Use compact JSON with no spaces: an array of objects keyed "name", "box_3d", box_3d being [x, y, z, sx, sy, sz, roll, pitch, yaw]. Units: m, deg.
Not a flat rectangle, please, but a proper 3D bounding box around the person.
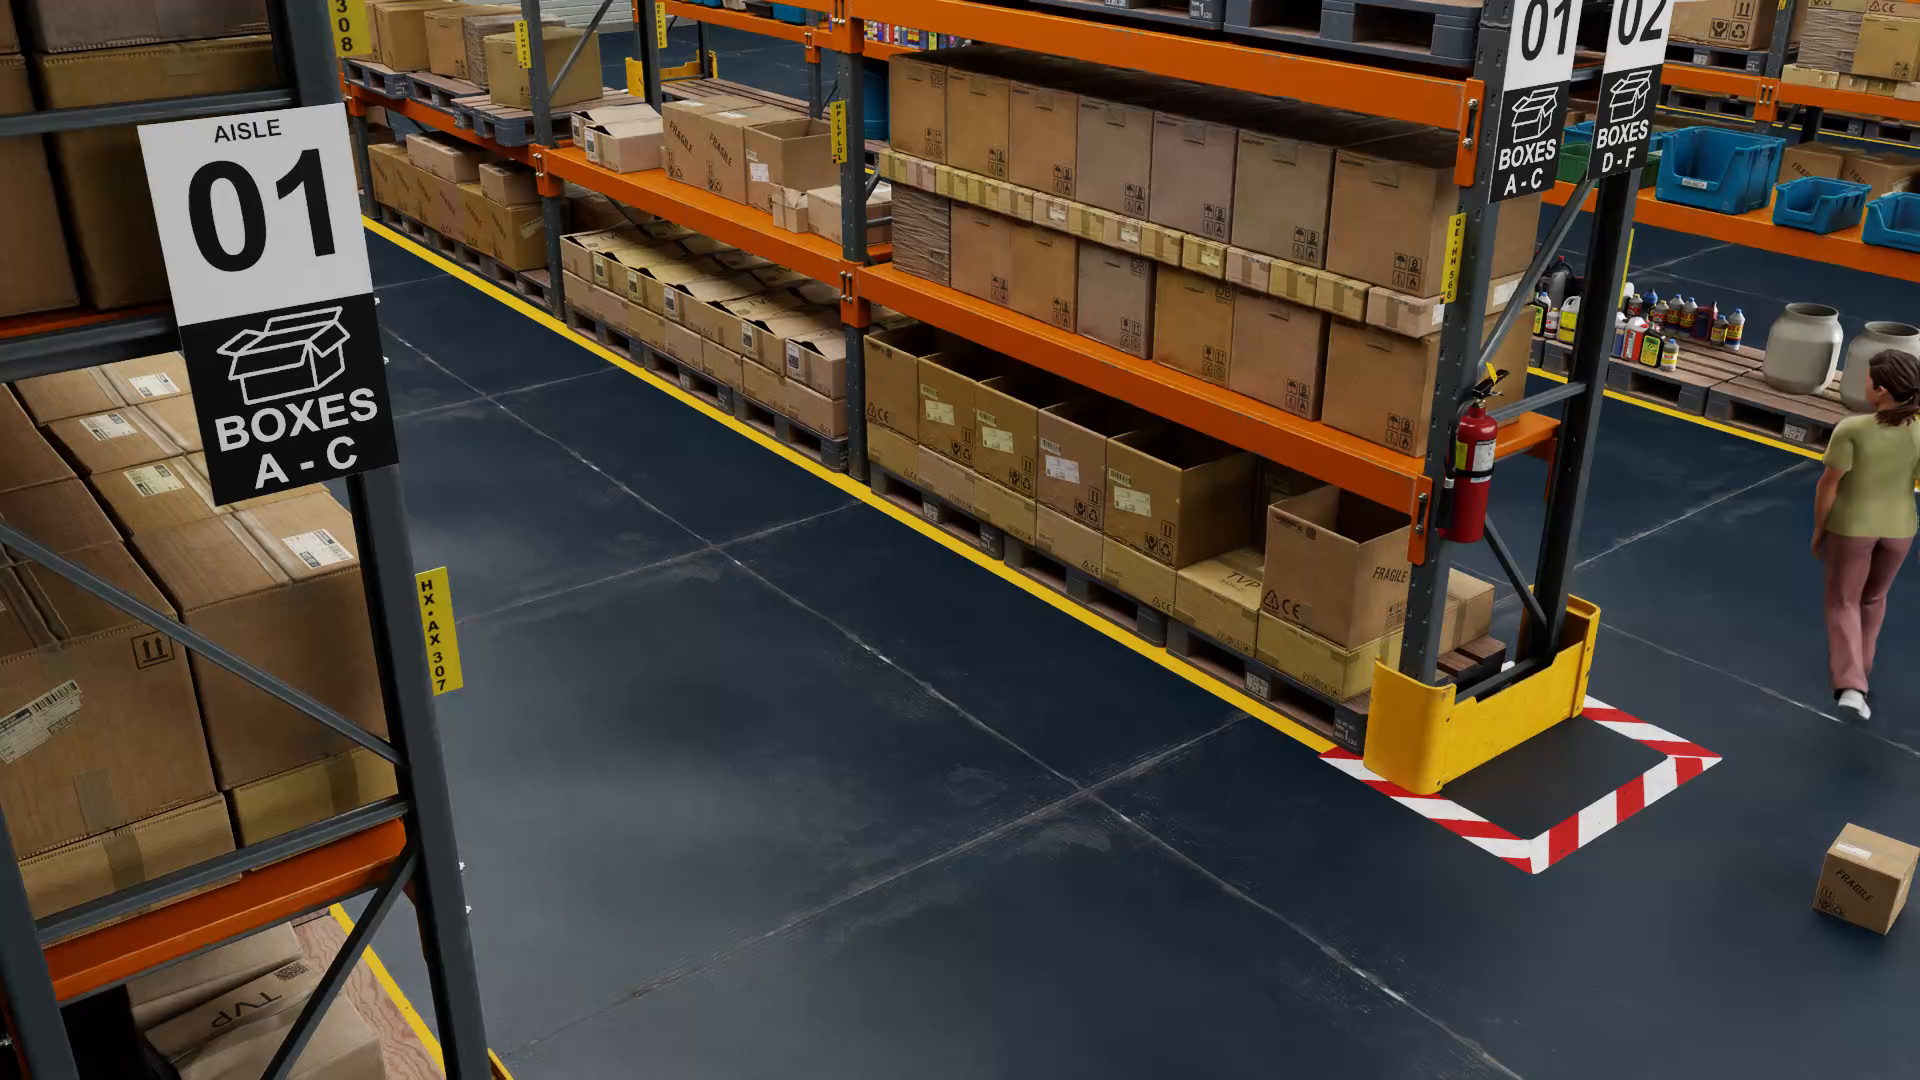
[{"name":"person","box_3d":[3.906,-0.023,7.130,0.521,1.632,0.884,6,26,13]}]
